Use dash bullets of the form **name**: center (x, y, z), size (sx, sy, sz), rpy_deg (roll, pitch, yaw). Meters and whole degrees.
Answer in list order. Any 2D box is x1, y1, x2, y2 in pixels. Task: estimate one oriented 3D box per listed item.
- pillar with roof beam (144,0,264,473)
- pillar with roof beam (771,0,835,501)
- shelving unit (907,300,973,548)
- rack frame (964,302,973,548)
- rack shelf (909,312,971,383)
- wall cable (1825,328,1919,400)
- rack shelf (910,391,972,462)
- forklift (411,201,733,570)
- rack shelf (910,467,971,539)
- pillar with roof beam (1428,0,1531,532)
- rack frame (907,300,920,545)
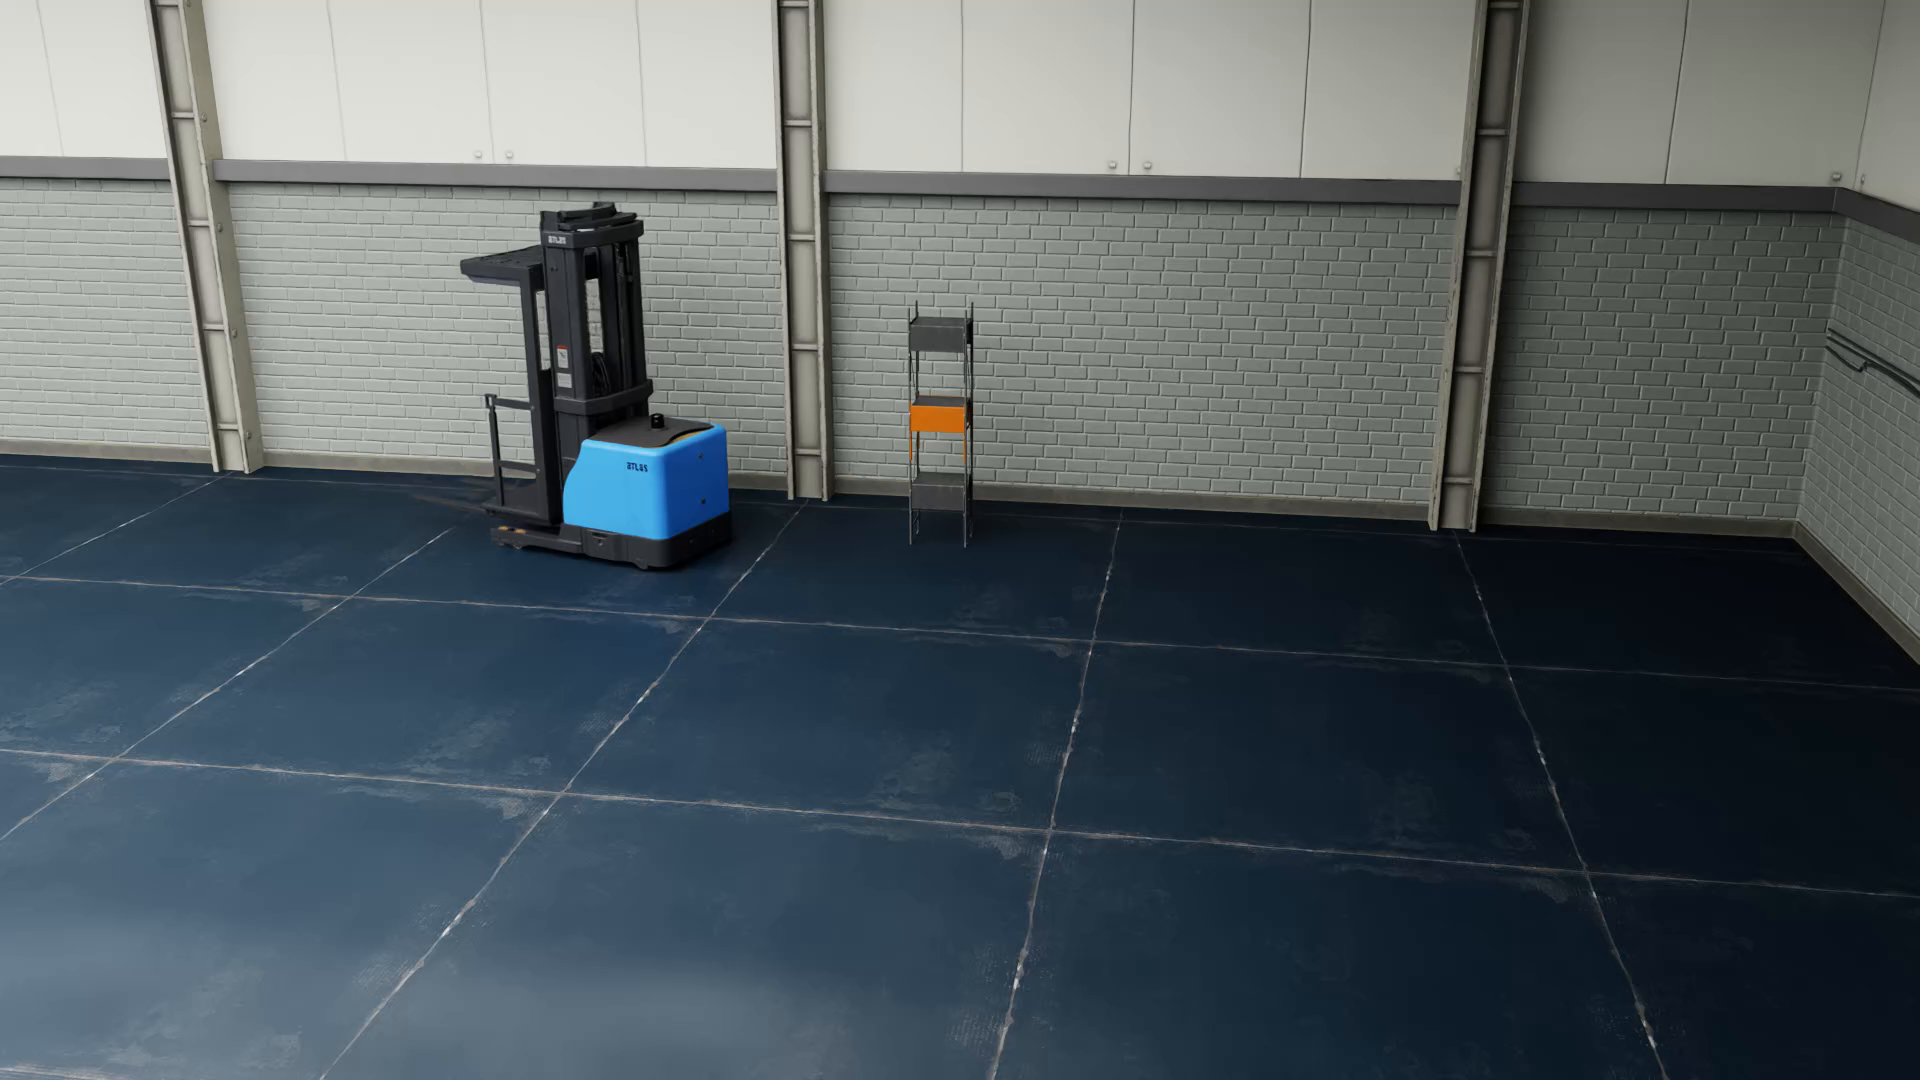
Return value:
- **pillar with roof beam**: center (-8.042, -3.651, 11.533), size (0.400, 9.000, 9.100), rpy_deg (3, 19, 9)
- **pillar with roof beam**: center (-2.118, -3.349, 10.630), size (0.400, 9.000, 9.100), rpy_deg (3, 19, 9)
- **shelving unit**: center (-0.163, -1.004, 14.495), size (0.503, 2.100, 0.431), rpy_deg (3, 19, 9)
- **rack frame**: center (0.077, -0.992, 14.458), size (0.015, 2.100, 0.400), rpy_deg (3, 19, 9)
- **rack shelf**: center (-0.163, -1.655, 14.277), size (0.480, 0.518, 0.431), rpy_deg (3, 19, 9)
- **wall cable**: center (7.188, -2.361, 12.570), size (0.112, 2.526, 3.097), rpy_deg (3, 19, 9)
- **rack shelf**: center (-0.163, -0.991, 14.499), size (0.480, 0.518, 0.431), rpy_deg (3, 19, 9)
- **forklift**: center (-3.557, -1.451, 14.521), size (3.031, 2.935, 1.130), rpy_deg (9, 21, 26)
- **rack shelf**: center (-0.163, -0.327, 14.721), size (0.480, 0.518, 0.431), rpy_deg (3, 19, 9)
- **pillar with roof beam**: center (3.806, -3.047, 9.728), size (0.400, 9.000, 9.100), rpy_deg (3, 19, 9)
- **rack frame**: center (-0.404, -1.016, 14.532), size (0.015, 2.100, 0.400), rpy_deg (3, 19, 9)
